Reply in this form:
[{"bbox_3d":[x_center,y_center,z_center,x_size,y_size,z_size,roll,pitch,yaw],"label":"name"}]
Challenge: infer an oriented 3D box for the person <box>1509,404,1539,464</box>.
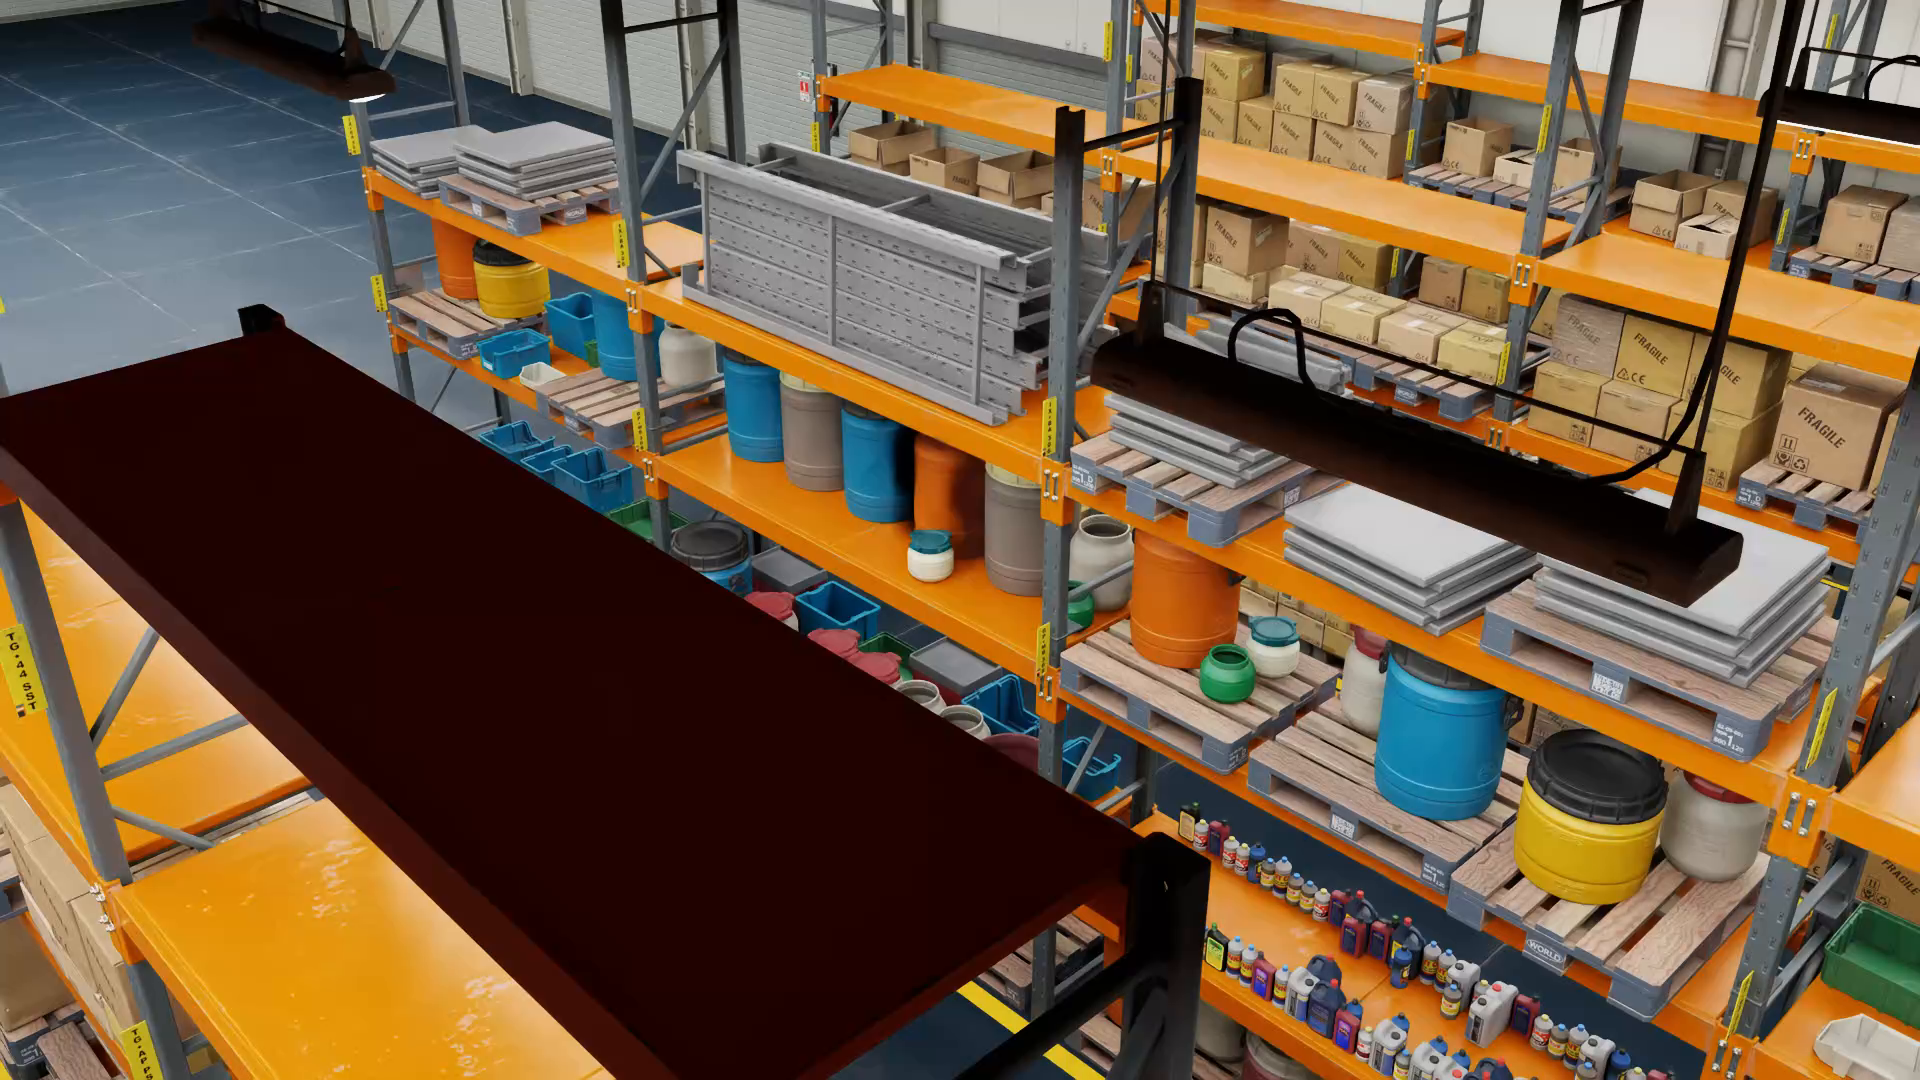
[{"bbox_3d":[5.539,-0.678,16.444,0.467,1.708,0.525,5,29,9],"label":"person"}]
